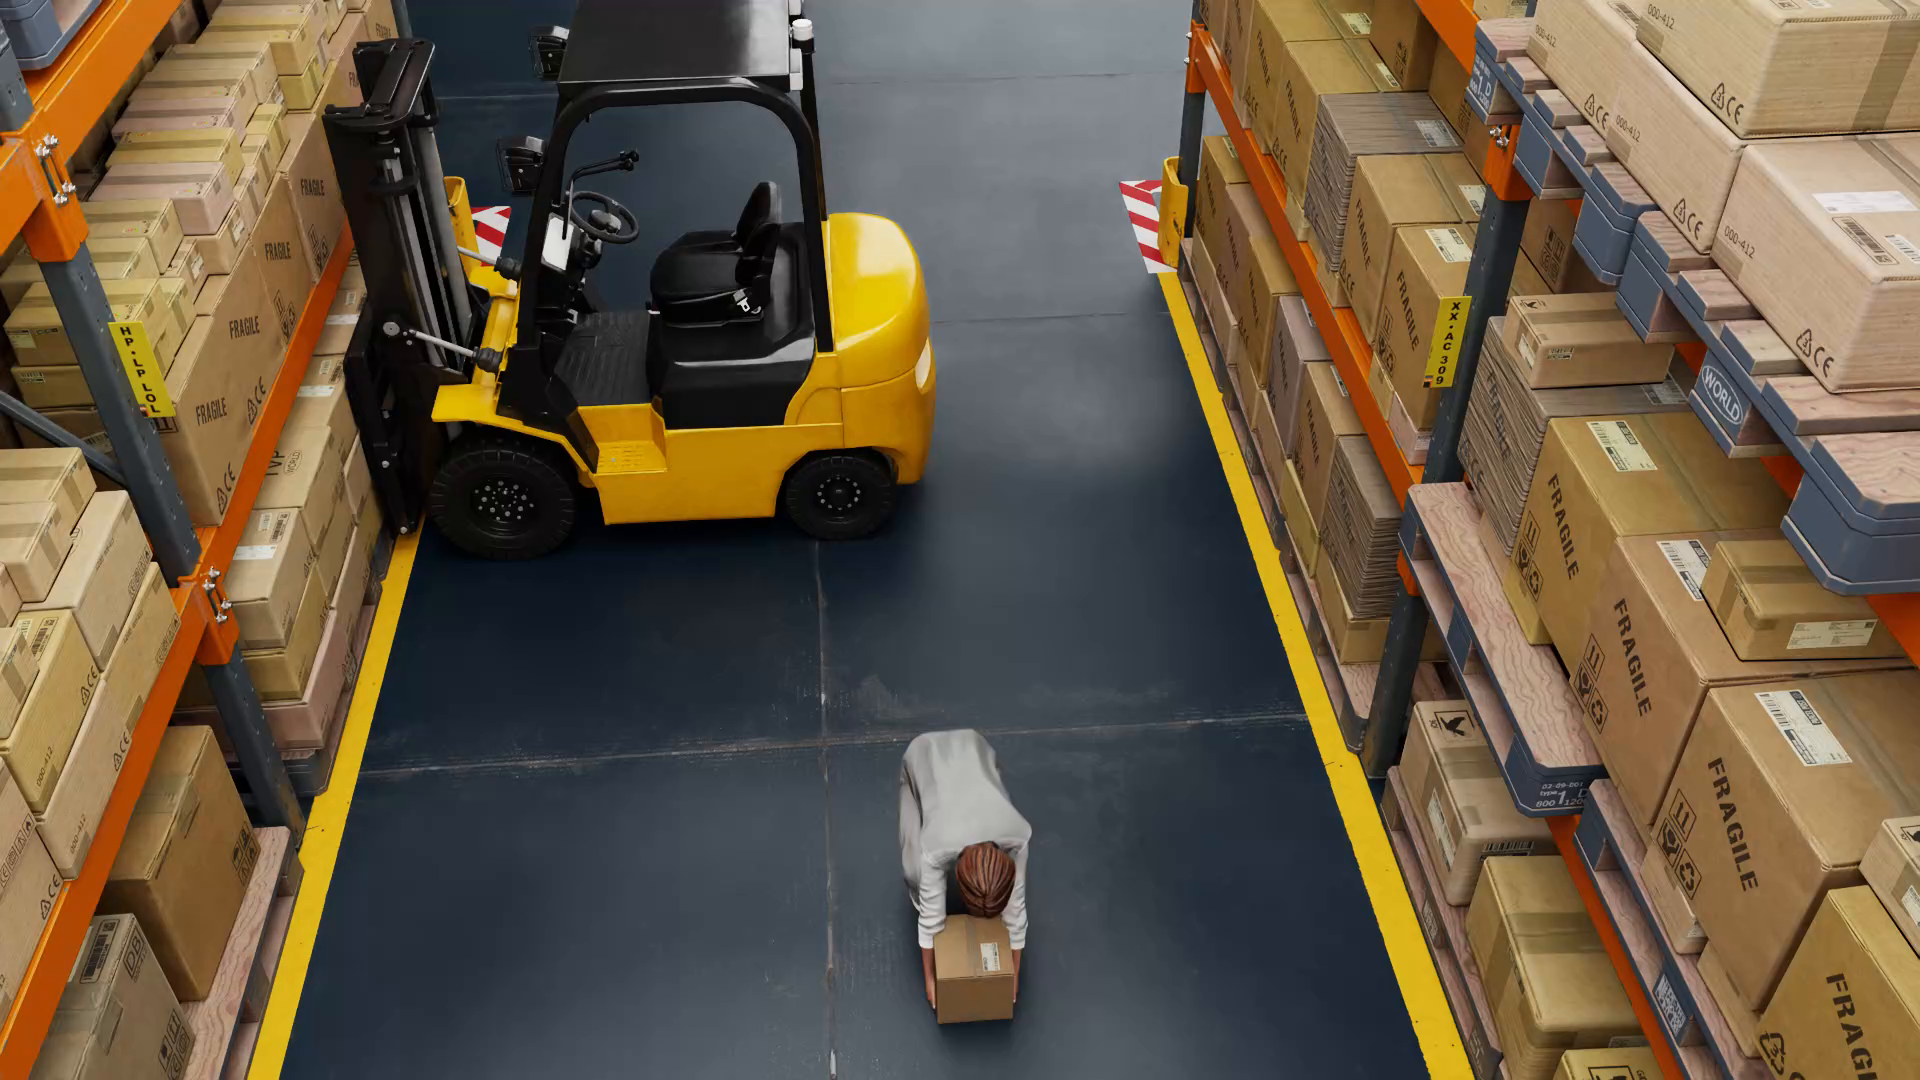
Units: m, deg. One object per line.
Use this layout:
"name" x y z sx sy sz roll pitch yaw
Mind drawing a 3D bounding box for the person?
"person" 0.008 1.062 5.614 0.421 0.702 0.858 -4 40 -5
